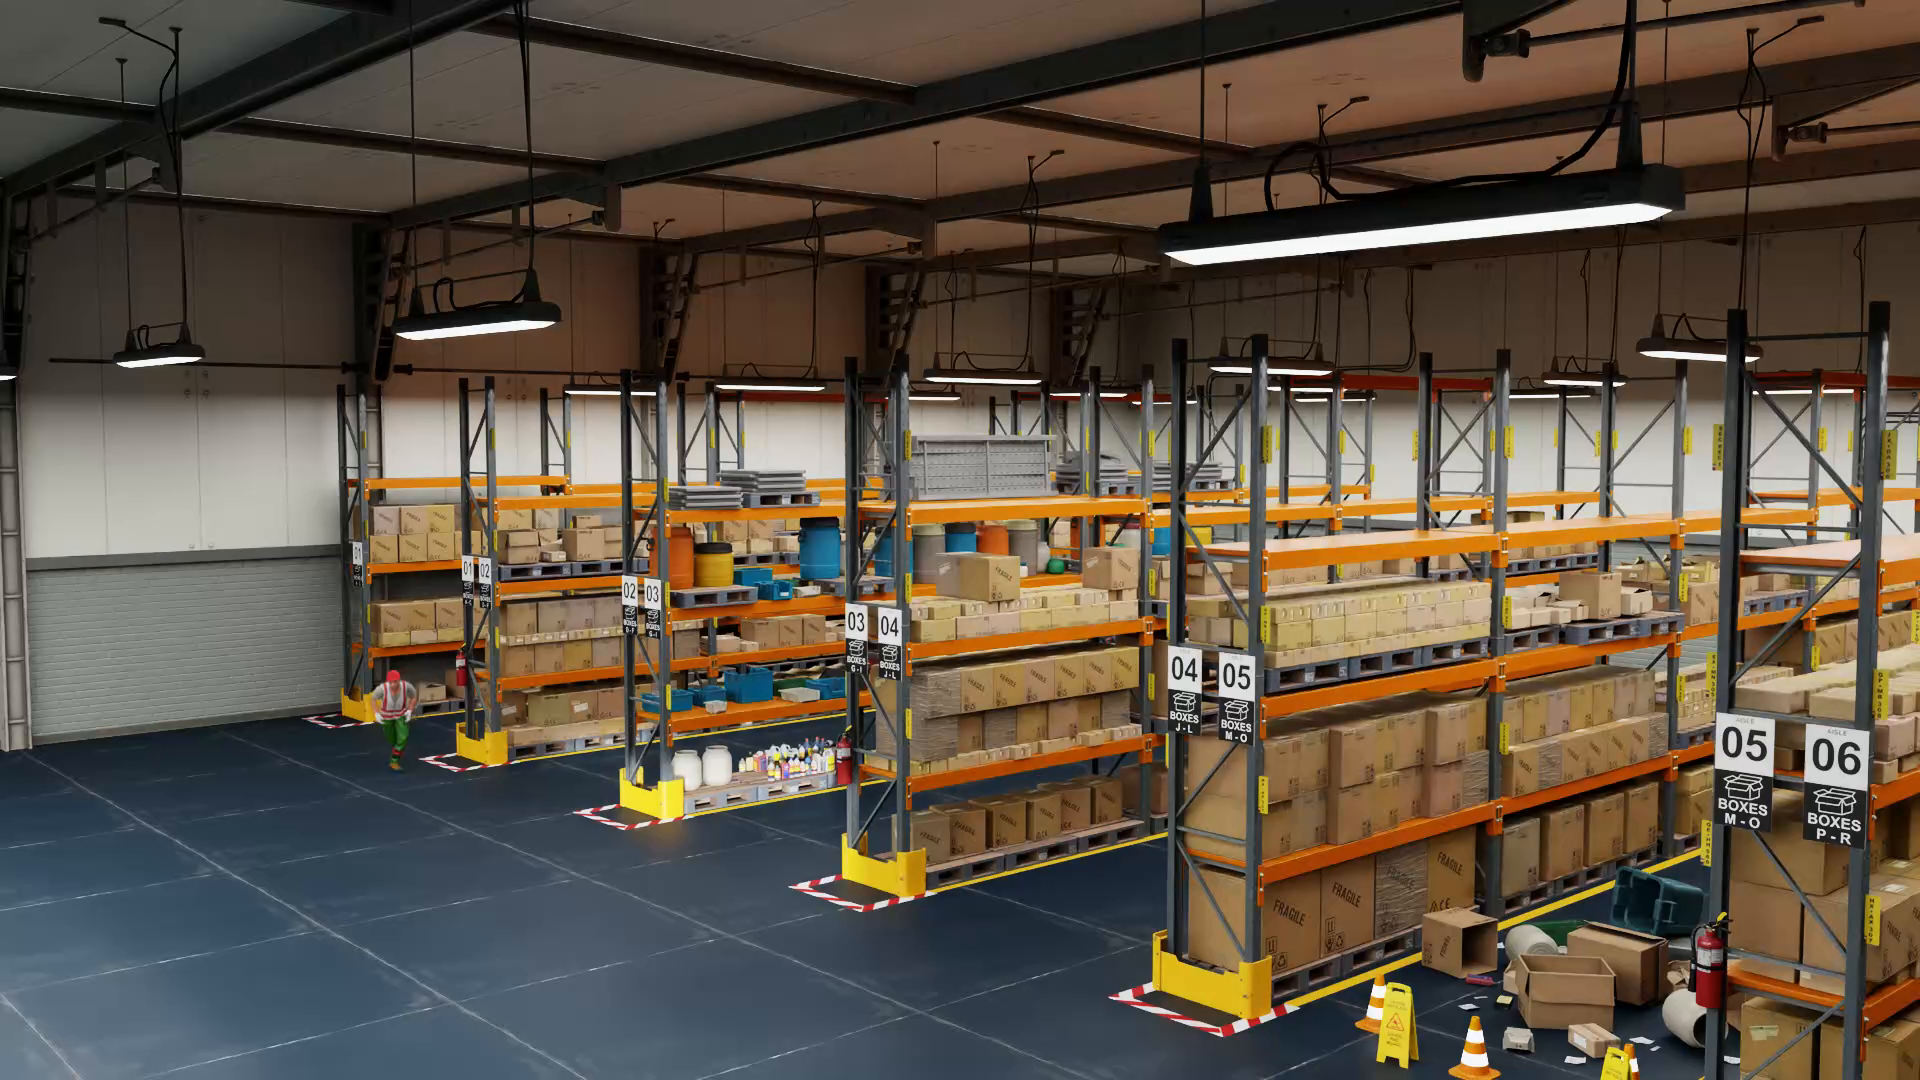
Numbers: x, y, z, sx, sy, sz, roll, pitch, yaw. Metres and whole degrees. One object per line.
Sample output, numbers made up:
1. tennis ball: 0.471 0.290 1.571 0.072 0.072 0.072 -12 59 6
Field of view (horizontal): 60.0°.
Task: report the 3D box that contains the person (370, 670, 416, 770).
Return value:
1. person: -8.652 2.694 25.395 0.670 1.508 1.057 -1 4 -20
